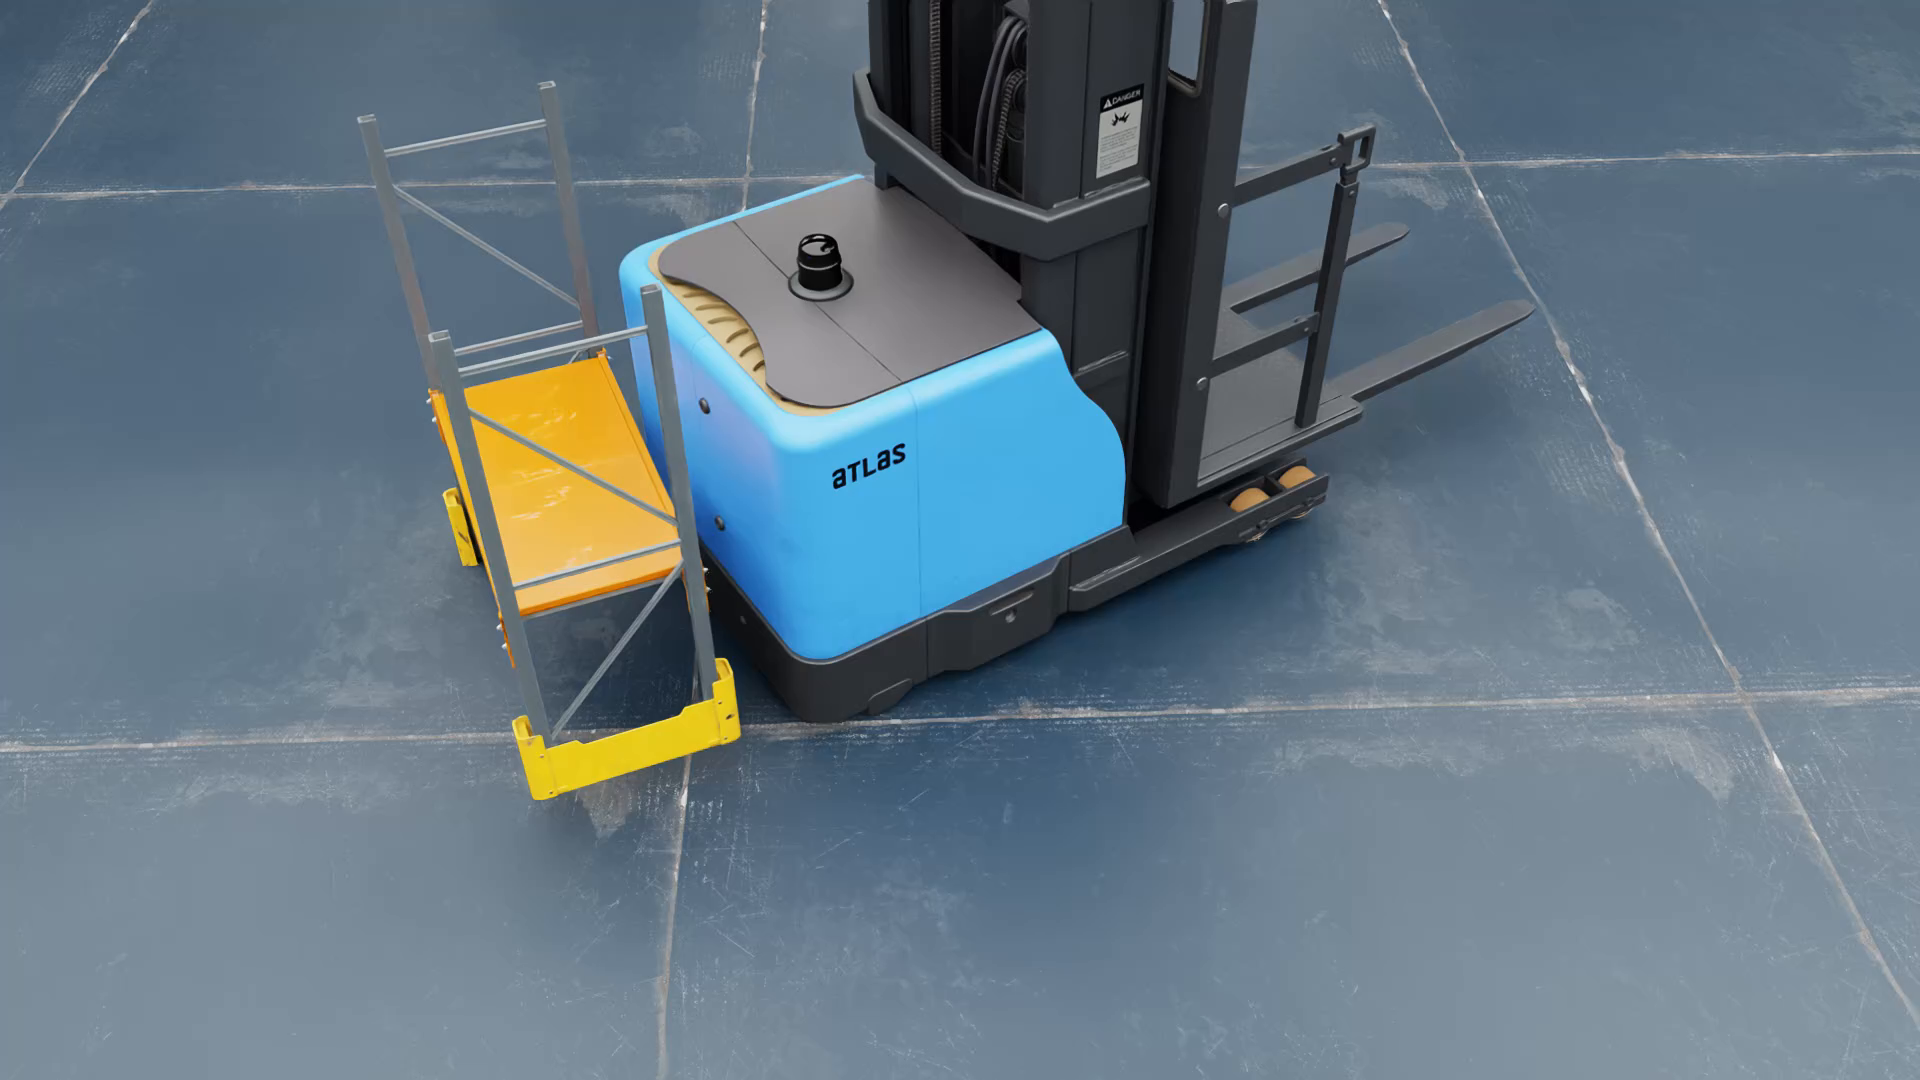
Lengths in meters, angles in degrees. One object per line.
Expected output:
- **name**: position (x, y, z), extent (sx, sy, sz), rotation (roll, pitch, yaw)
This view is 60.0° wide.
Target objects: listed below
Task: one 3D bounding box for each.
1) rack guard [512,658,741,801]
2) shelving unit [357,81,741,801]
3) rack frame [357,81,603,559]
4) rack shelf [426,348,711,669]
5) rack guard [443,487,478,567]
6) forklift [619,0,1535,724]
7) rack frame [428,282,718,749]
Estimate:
- **rack guard**: position (-0.893, 0.512, 4.507), extent (0.587, 0.250, 0.087), rotation (-16, 45, -17)
- **shelving unit**: position (-1.089, -0.259, 4.422), extent (0.587, 1.500, 1.083), rotation (-16, 45, -17)
- **rack frame**: position (-1.285, -0.569, 4.761), extent (0.500, 1.500, 0.032), rotation (-16, 45, -17)
- **rack shelf**: position (-1.085, -0.120, 4.538), extent (0.538, 0.185, 1.000), rotation (-16, 45, -17)
- **rack guard**: position (-1.284, -0.107, 5.182), extent (0.587, 0.250, 0.087), rotation (-16, 45, -17)
- **forklift**: position (0.566, -1.352, 4.556), extent (3.031, 2.935, 1.130), rotation (-24, 48, -24)
- **rack frame**: position (-0.886, 0.063, 4.071), extent (0.500, 1.500, 0.032), rotation (-16, 45, -17)
